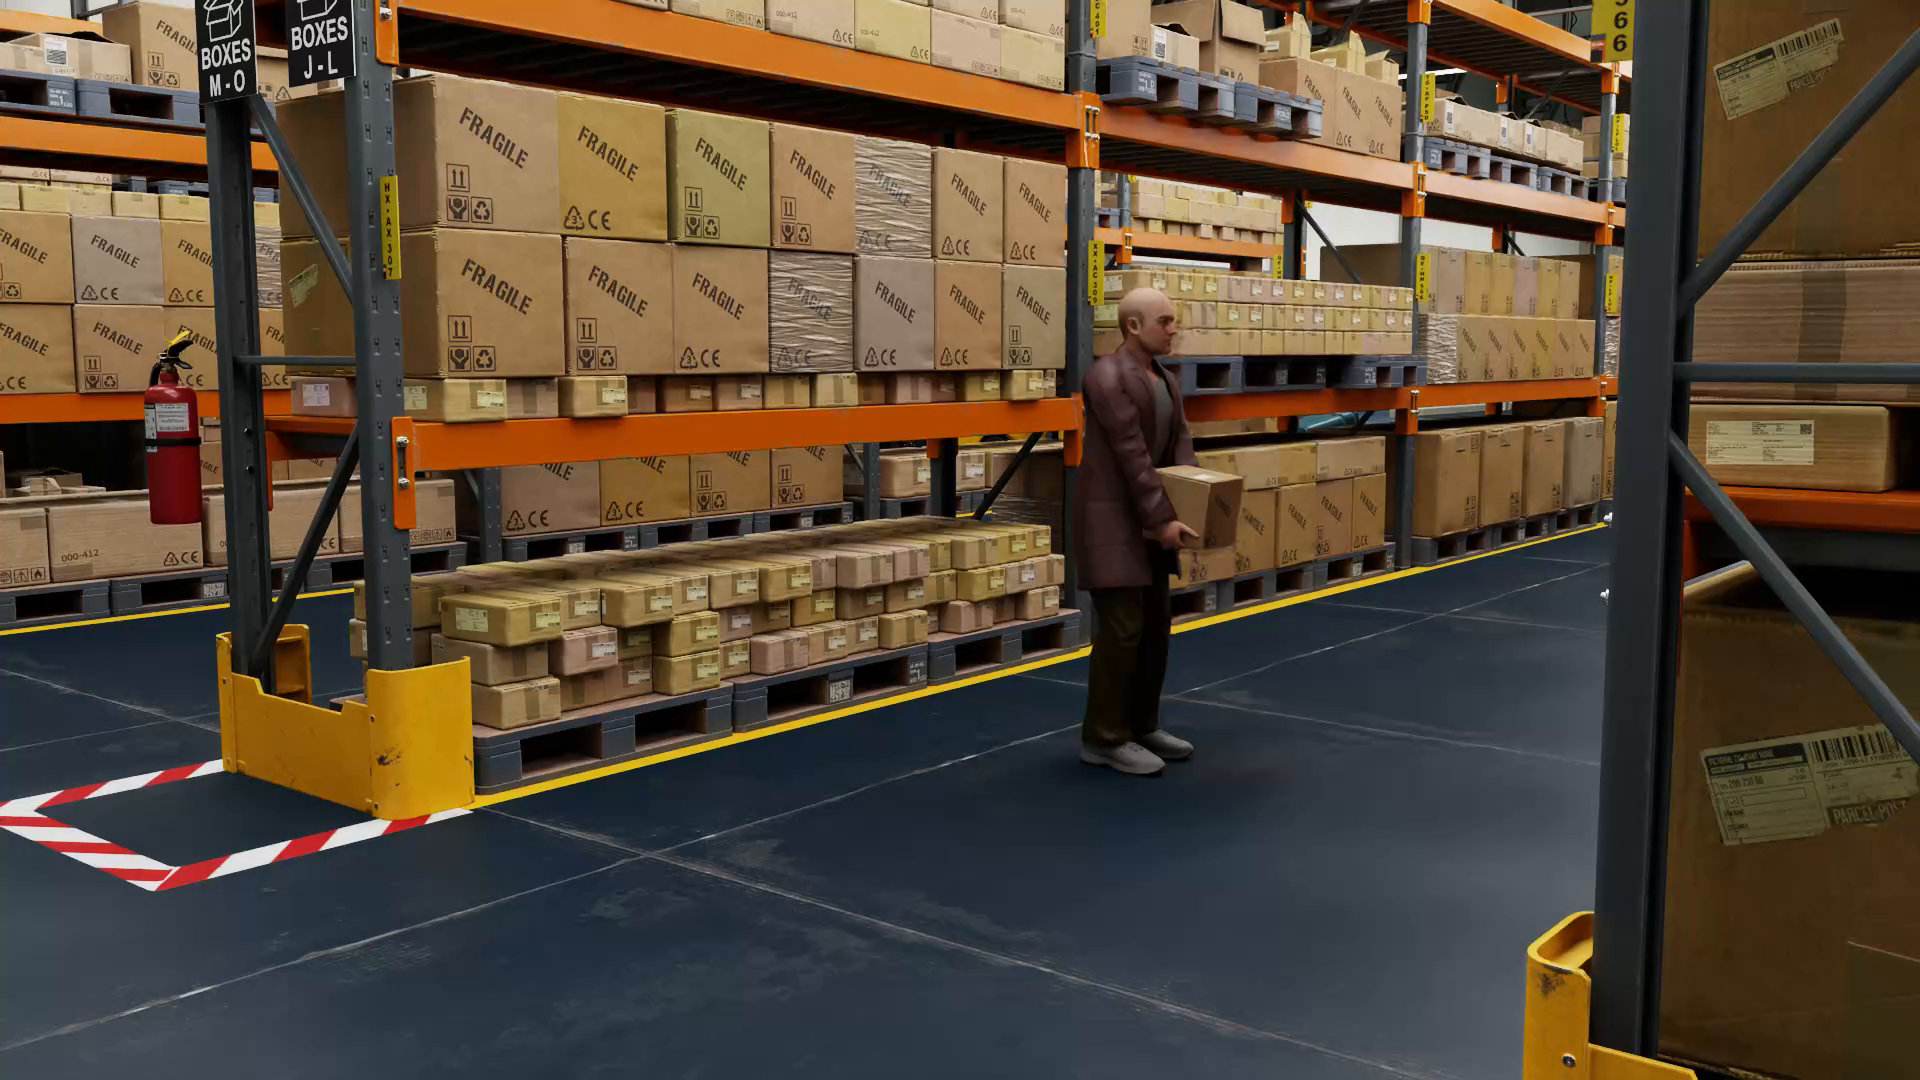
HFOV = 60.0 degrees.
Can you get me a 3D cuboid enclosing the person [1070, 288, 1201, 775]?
[{"bbox_3d":[0.700,-0.039,6.161,0.575,1.776,0.525,5,8,37],"label":"person"}]
